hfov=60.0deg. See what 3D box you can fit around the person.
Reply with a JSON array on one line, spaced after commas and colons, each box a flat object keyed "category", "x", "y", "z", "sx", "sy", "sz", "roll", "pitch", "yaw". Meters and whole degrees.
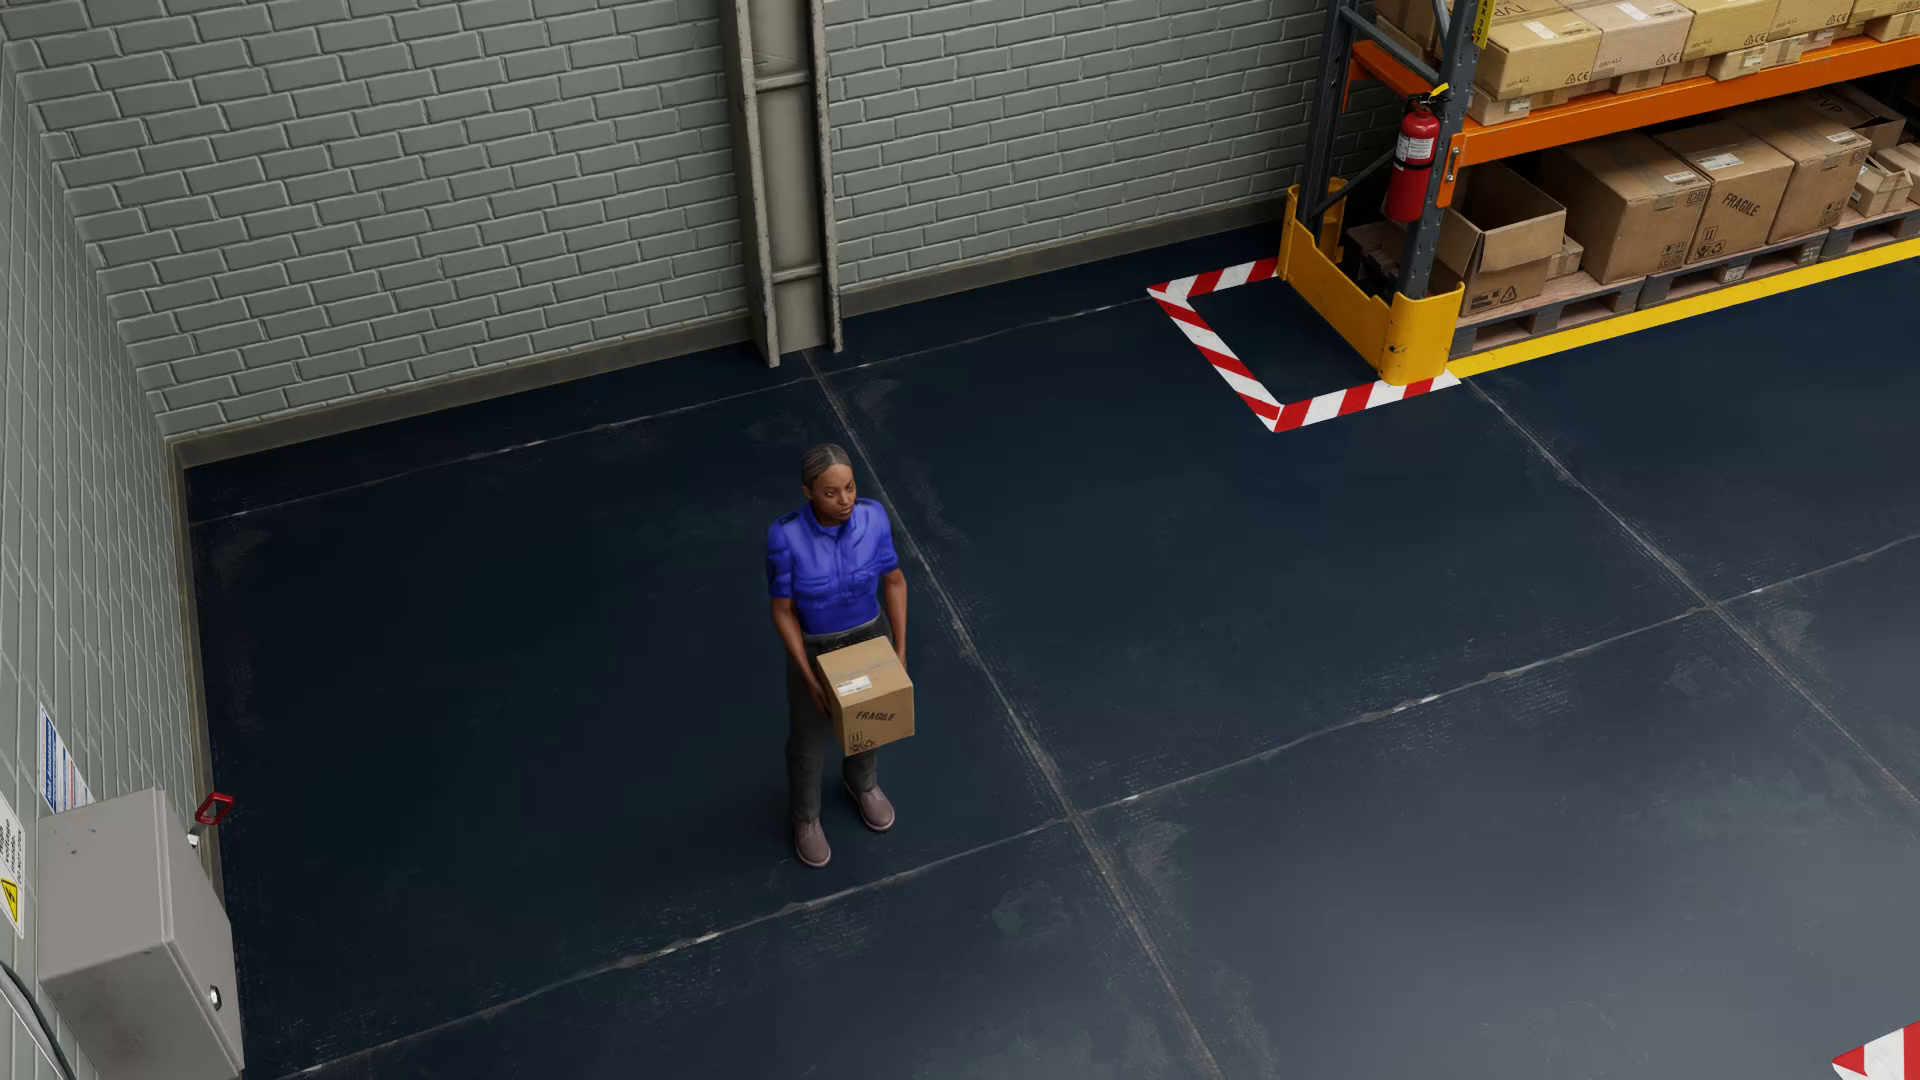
[{"category": "person", "x": -0.406, "y": 0.404, "z": 5.713, "sx": 0.512, "sy": 1.658, "sz": 0.441, "roll": -16, "pitch": 44, "yaw": -17}]
